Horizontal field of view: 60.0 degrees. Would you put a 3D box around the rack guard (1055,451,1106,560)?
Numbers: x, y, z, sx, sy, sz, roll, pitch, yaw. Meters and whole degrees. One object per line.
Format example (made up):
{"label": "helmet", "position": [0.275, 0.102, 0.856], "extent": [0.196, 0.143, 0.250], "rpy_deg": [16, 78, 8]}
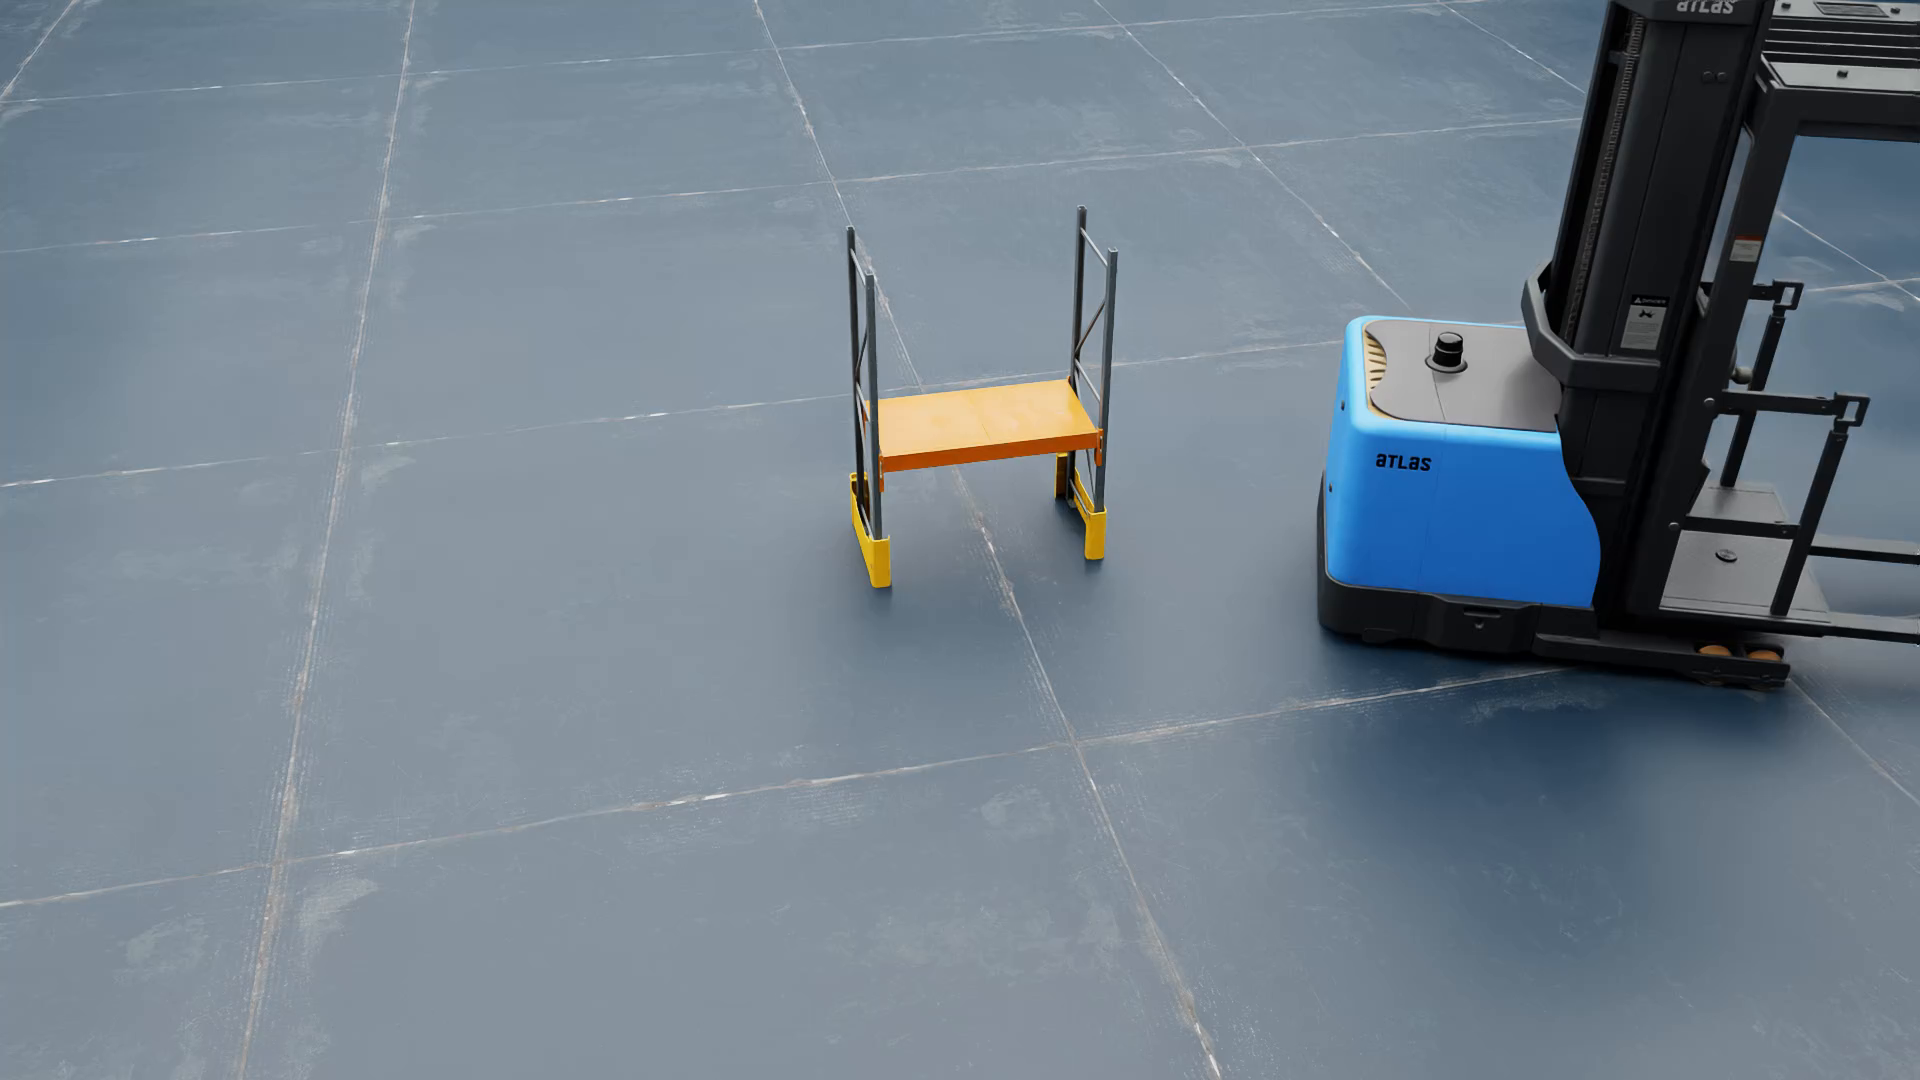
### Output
{"label": "rack guard", "position": [0.560, -0.174, 7.786], "extent": [0.087, 0.250, 0.587], "rpy_deg": [-7, 35, -11]}

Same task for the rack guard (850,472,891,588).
{"label": "rack guard", "position": [-0.411, -0.052, 7.603], "extent": [0.087, 0.250, 0.587], "rpy_deg": [-7, 35, -11]}

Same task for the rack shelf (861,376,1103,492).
{"label": "rack shelf", "position": [0.083, -0.484, 7.448], "extent": [1.000, 0.185, 0.538], "rpy_deg": [-7, 35, -11]}

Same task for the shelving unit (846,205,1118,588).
{"label": "shelving unit", "position": [0.074, -0.632, 7.346], "extent": [1.083, 1.500, 0.587], "rpy_deg": [-7, 35, -11]}

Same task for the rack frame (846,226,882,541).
{"label": "rack frame", "position": [-0.413, -0.571, 7.255], "extent": [0.032, 1.500, 0.500], "rpy_deg": [-7, 35, -11]}

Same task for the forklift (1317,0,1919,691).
{"label": "forklift", "position": [3.102, -0.920, 6.490], "extent": [3.031, 2.935, 1.130], "rpy_deg": [5, 34, 8]}

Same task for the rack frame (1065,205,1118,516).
{"label": "rack frame", "position": [0.579, -0.696, 7.441], "extent": [0.032, 1.500, 0.500], "rpy_deg": [-7, 35, -11]}
